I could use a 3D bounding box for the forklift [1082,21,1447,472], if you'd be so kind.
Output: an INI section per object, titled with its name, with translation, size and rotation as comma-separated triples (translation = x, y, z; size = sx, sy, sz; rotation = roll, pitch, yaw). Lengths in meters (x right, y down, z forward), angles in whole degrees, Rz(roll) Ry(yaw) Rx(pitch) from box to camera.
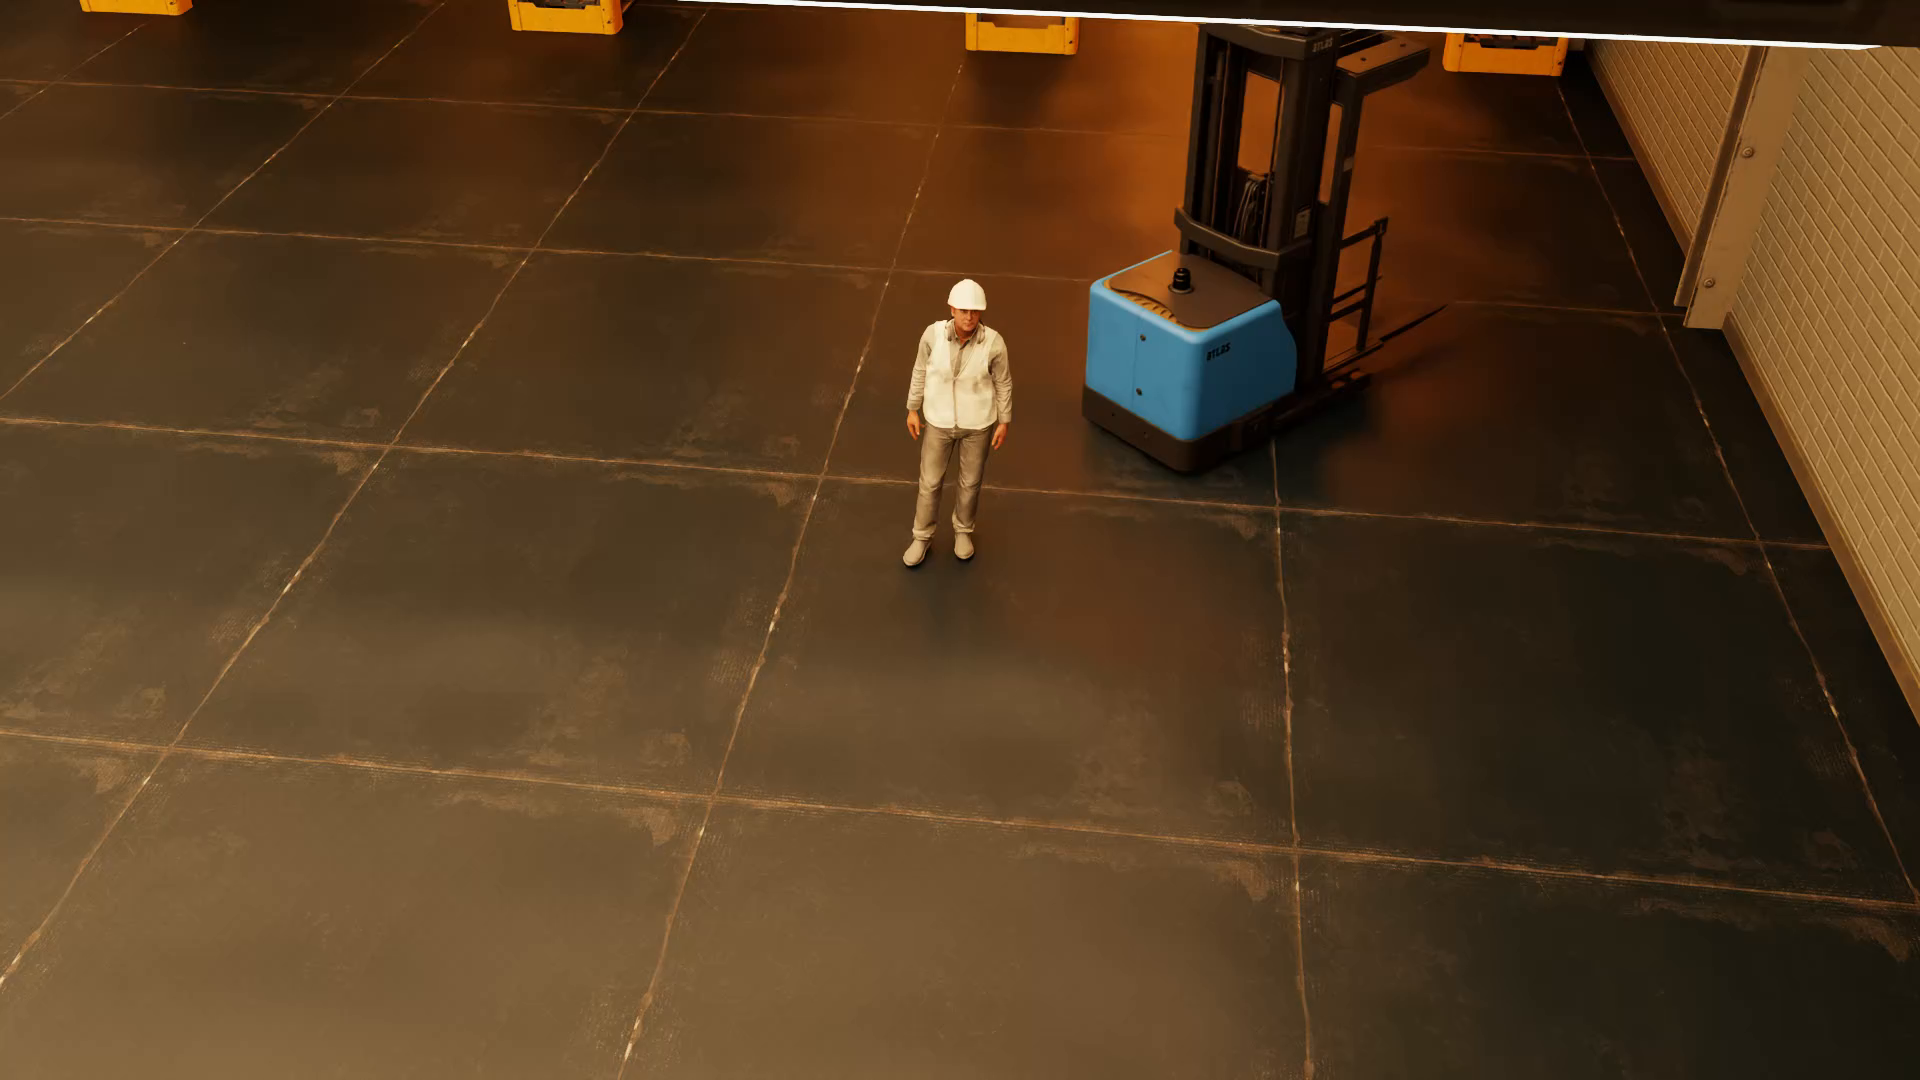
[forklift]
translation = 2.301, -2.361, 11.232
size = 3.031, 2.935, 1.130
rotation = -26, 44, -31

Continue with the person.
[person]
translation = -0.015, -0.683, 9.919
size = 0.634, 1.776, 0.565
rotation = 4, 37, 6
